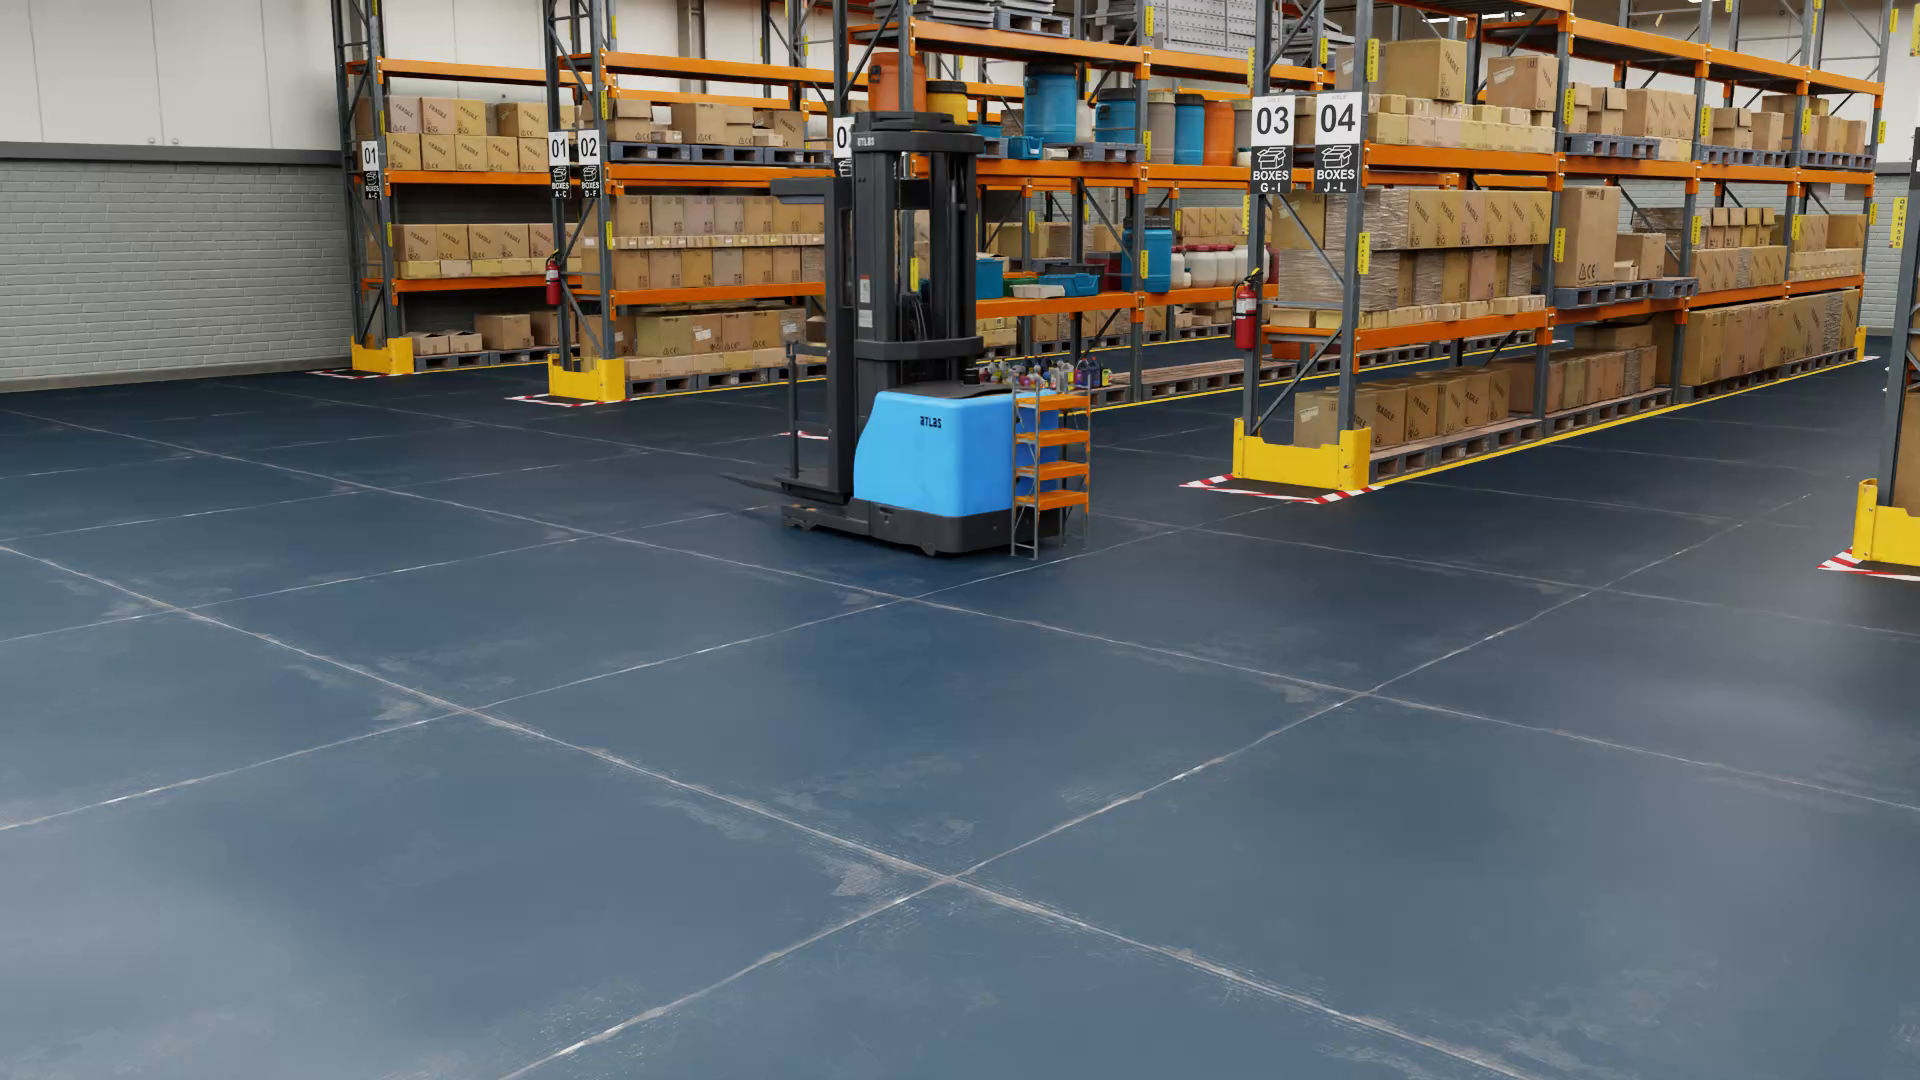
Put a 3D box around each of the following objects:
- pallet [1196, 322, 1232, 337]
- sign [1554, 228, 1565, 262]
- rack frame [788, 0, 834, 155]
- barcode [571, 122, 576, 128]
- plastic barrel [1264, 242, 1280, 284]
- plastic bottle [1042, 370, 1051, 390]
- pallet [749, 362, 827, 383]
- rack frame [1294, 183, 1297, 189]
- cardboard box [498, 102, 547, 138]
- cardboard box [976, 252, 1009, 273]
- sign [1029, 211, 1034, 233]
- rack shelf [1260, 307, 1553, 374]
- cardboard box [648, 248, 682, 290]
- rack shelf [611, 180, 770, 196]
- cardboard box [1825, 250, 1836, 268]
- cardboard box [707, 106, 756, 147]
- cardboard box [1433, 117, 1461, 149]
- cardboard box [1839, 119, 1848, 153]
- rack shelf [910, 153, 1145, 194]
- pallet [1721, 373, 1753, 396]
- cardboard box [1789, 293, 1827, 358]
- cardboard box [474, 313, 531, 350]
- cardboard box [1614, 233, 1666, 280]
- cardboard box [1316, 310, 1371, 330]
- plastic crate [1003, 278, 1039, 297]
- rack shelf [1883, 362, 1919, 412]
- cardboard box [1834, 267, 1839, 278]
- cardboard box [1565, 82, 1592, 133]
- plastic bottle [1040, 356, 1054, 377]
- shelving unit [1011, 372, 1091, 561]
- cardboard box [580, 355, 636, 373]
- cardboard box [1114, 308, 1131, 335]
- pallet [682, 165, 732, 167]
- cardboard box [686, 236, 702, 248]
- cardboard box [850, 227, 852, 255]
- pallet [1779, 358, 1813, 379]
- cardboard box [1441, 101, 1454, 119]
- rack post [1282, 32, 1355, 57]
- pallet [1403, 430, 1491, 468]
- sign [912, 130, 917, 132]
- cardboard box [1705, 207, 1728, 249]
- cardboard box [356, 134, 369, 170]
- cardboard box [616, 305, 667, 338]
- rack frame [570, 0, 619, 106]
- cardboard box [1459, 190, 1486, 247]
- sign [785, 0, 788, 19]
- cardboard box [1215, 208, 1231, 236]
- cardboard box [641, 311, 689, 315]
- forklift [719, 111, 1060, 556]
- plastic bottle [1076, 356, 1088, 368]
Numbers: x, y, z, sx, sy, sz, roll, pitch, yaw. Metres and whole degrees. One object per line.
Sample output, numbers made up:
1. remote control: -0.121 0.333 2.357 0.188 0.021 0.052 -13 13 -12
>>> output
1. pallet: 4.589 -3.920 30.797 1.003 0.211 1.213 10 15 40
2. sign: 5.900 -2.903 16.377 0.100 0.325 0.005 10 15 40
3. rack frame: -1.951 -6.771 22.636 1.000 3.000 0.127 10 15 40
4. barcode: -4.755 -5.103 20.461 0.001 0.075 0.075 10 15 40
5. plastic barrel: 4.329 -3.736 22.409 0.600 0.536 0.708 10 15 40
6. plastic bottle: 0.984 -1.799 18.901 0.097 0.271 0.097 0 11 0
7. pallet: -2.508 -2.350 22.938 1.003 0.211 1.213 10 15 40
8. rack frame: 5.970 -5.594 32.063 1.000 3.000 0.127 10 15 40
9. cardboard box: -6.493 -6.220 24.677 0.500 0.500 0.500 9 14 38
10. cardboard box: 0.416 -4.326 25.939 0.500 0.311 0.500 11 16 44
11. sign: 1.108 -4.914 25.699 0.100 0.325 0.005 10 15 40
12. rack shelf: 4.167 -1.901 15.405 1.077 0.370 4.000 10 15 40
13. cardboard box: -3.931 -3.434 20.992 0.700 0.500 0.500 10 15 42
14. rack shelf: -4.355 -5.881 27.677 1.077 0.370 4.000 10 15 40
15. cardboard box: 12.277 -4.053 23.969 0.500 0.250 0.500 10 15 40
16. cardboard box: -3.133 -5.399 21.733 0.637 0.503 0.797 -10 15 -41
17. cardboard box: 4.025 -3.543 14.516 0.500 0.250 0.500 10 15 40
18. cardboard box: 12.644 -5.937 24.539 0.700 0.500 0.500 9 14 38
19. rack shelf: 0.447 -4.012 18.317 1.077 0.370 4.000 10 15 40
20. pallet: 9.511 -2.054 21.454 1.003 0.211 1.213 10 15 40
21. cardboard box: 11.858 -3.108 23.965 0.875 0.875 0.875 10 15 40
22. cardboard box: -6.893 -3.146 25.062 0.700 0.500 0.500 9 14 37
23. cardboard box: 7.508 -3.211 18.804 0.500 0.500 0.700 -9 15 -39
24. cardboard box: 3.214 -1.847 13.942 0.380 0.149 0.250 10 15 40
25. plastic crate: 0.659 -2.921 19.218 0.450 0.188 0.662 10 15 40
26. rack shelf: 7.827 -1.244 12.120 1.077 0.370 4.000 10 15 40
27. cardboard box: 12.577 -3.906 24.252 0.380 0.149 0.250 10 15 41
28. cardboard box: 5.872 -4.331 16.745 0.797 0.503 0.637 9 14 38
29. plastic bottle: 1.031 -2.021 19.811 0.144 0.351 0.185 10 15 40
30. shelving unit: 0.611 -0.499 11.147 0.503 1.200 0.258 -10 15 -41
31. cardboard box: -4.460 -2.215 21.091 0.500 0.250 0.500 10 15 40
32. cardboard box: 2.555 -3.741 28.041 0.500 0.500 0.500 10 15 41
33. pallet: -4.505 -6.078 27.303 1.213 0.211 1.003 10 15 40
34. cardboard box: -3.491 -3.790 21.115 0.380 0.149 0.250 9 14 38
35. cardboard box: -2.169 -5.376 29.905 0.500 0.500 0.500 10 15 42
36. pallet: 11.329 -2.459 23.483 1.003 0.211 1.213 10 15 40
37. cardboard box: 4.087 -3.750 14.532 0.380 0.149 0.250 9 14 38
38. rack post: 4.855 -6.793 22.941 0.954 0.300 0.937 10 15 40
39. pallet: 4.266 -0.896 15.661 1.003 0.211 1.213 10 15 40
40. sign: -0.463 -4.003 16.414 0.100 0.325 0.005 10 15 40
41. cardboard box: 9.055 -3.878 20.653 0.797 0.503 0.637 10 15 42
42. cardboard box: -8.230 -5.504 23.646 0.500 0.500 0.500 -11 16 -43
43. cardboard box: -5.201 -3.569 27.182 0.700 0.500 0.500 10 15 42
44. rack frame: -5.675 -7.411 25.840 1.000 3.000 0.127 10 15 40
45. cardboard box: 4.405 -2.911 15.058 0.500 0.500 0.500 10 15 40
46. sign: -2.367 -7.336 22.879 0.100 0.325 0.005 10 15 40
47. cardboard box: 4.532 -5.730 29.932 0.500 0.500 0.500 9 15 39
48. cardboard box: -3.812 -2.732 21.765 0.500 0.500 0.500 10 15 40
49. forklift: -0.661 -1.562 12.046 1.130 2.935 3.031 -10 15 -41
50. plastic bottle: 1.450 -1.991 19.663 0.144 0.351 0.185 10 15 40
